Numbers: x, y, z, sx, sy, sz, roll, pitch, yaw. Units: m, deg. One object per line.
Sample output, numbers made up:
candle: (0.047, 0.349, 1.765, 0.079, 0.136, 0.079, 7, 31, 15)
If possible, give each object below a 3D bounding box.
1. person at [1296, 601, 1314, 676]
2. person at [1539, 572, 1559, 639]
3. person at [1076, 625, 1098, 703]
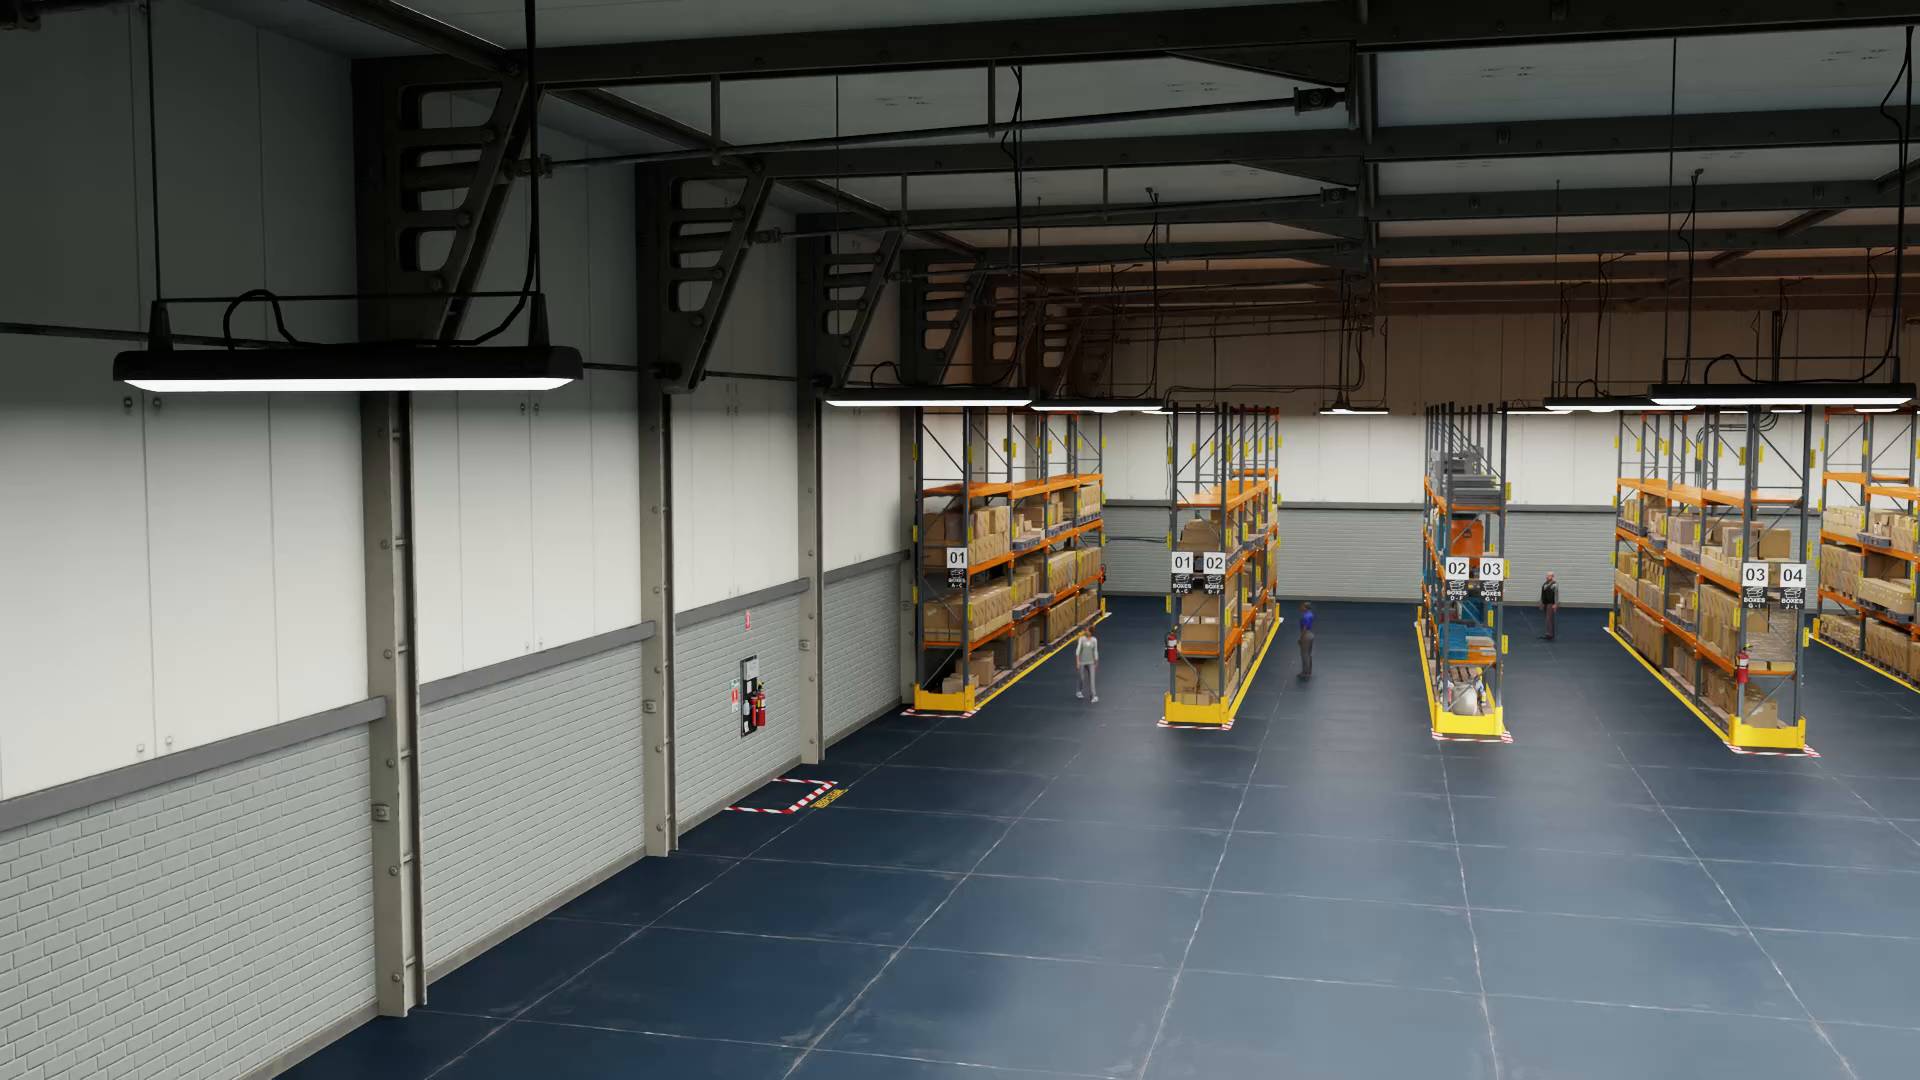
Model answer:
person: (7.604, 2.181, 36.649, 0.361, 1.670, 0.453, 1, 4, 19)
person: (15.200, 1.684, 43.069, 0.505, 1.720, 0.552, 0, 4, -4)
person: (2.571, 2.482, 33.472, 0.473, 1.533, 0.971, 0, 4, -4)
